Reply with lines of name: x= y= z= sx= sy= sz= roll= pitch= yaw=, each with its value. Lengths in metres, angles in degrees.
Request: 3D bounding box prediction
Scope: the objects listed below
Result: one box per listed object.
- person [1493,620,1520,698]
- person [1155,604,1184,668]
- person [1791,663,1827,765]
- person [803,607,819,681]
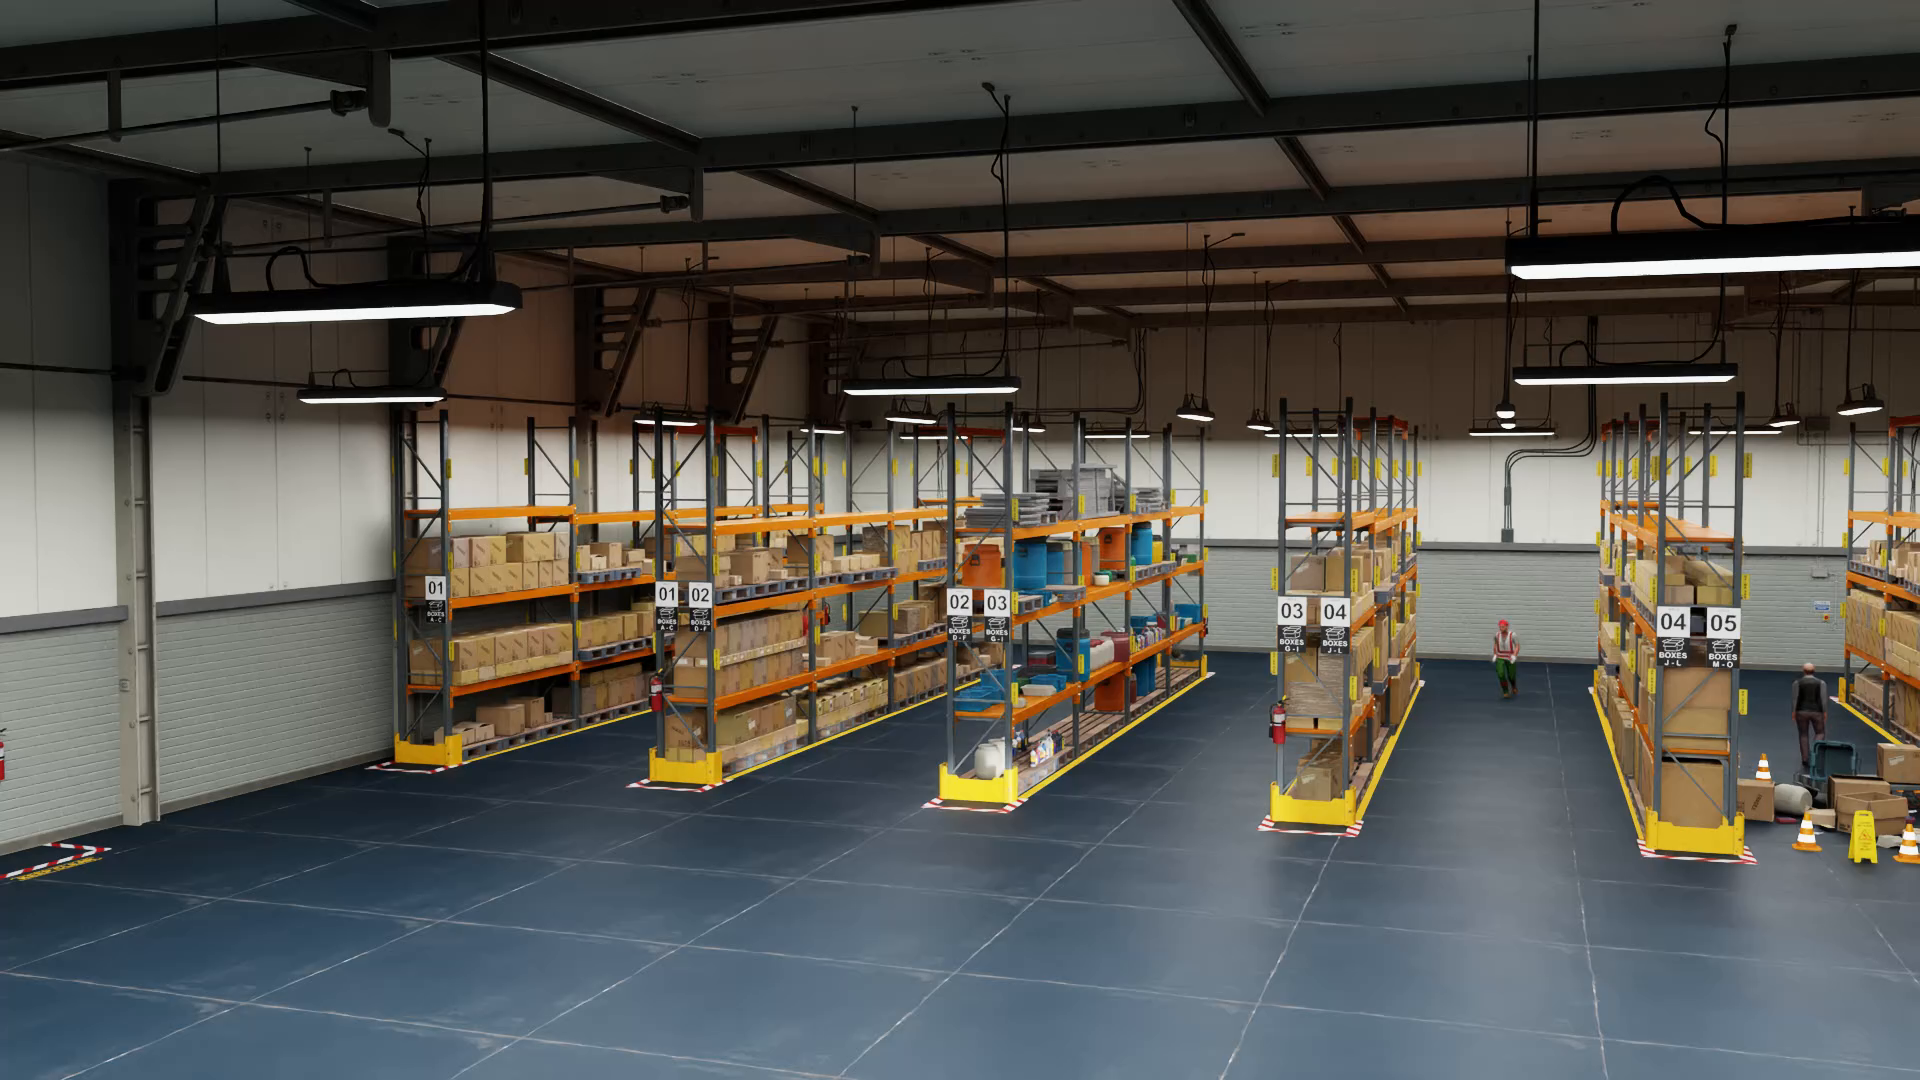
person: x=12.012 y=2.590 z=36.582 sx=0.593 sy=1.698 sz=0.796 roll=1 pitch=3 yaw=30
person: x=5.193 y=2.380 z=41.596 sx=0.945 sy=1.649 sz=0.596 roll=-1 pitch=3 yaw=-19
person: x=14.339 y=2.941 z=28.074 sx=0.570 sy=1.722 sz=0.506 roll=1 pitch=3 yaw=22
person: x=-3.647 y=2.469 z=39.285 sx=0.564 sy=1.748 sz=0.539 roll=2 pitch=3 yaw=43
